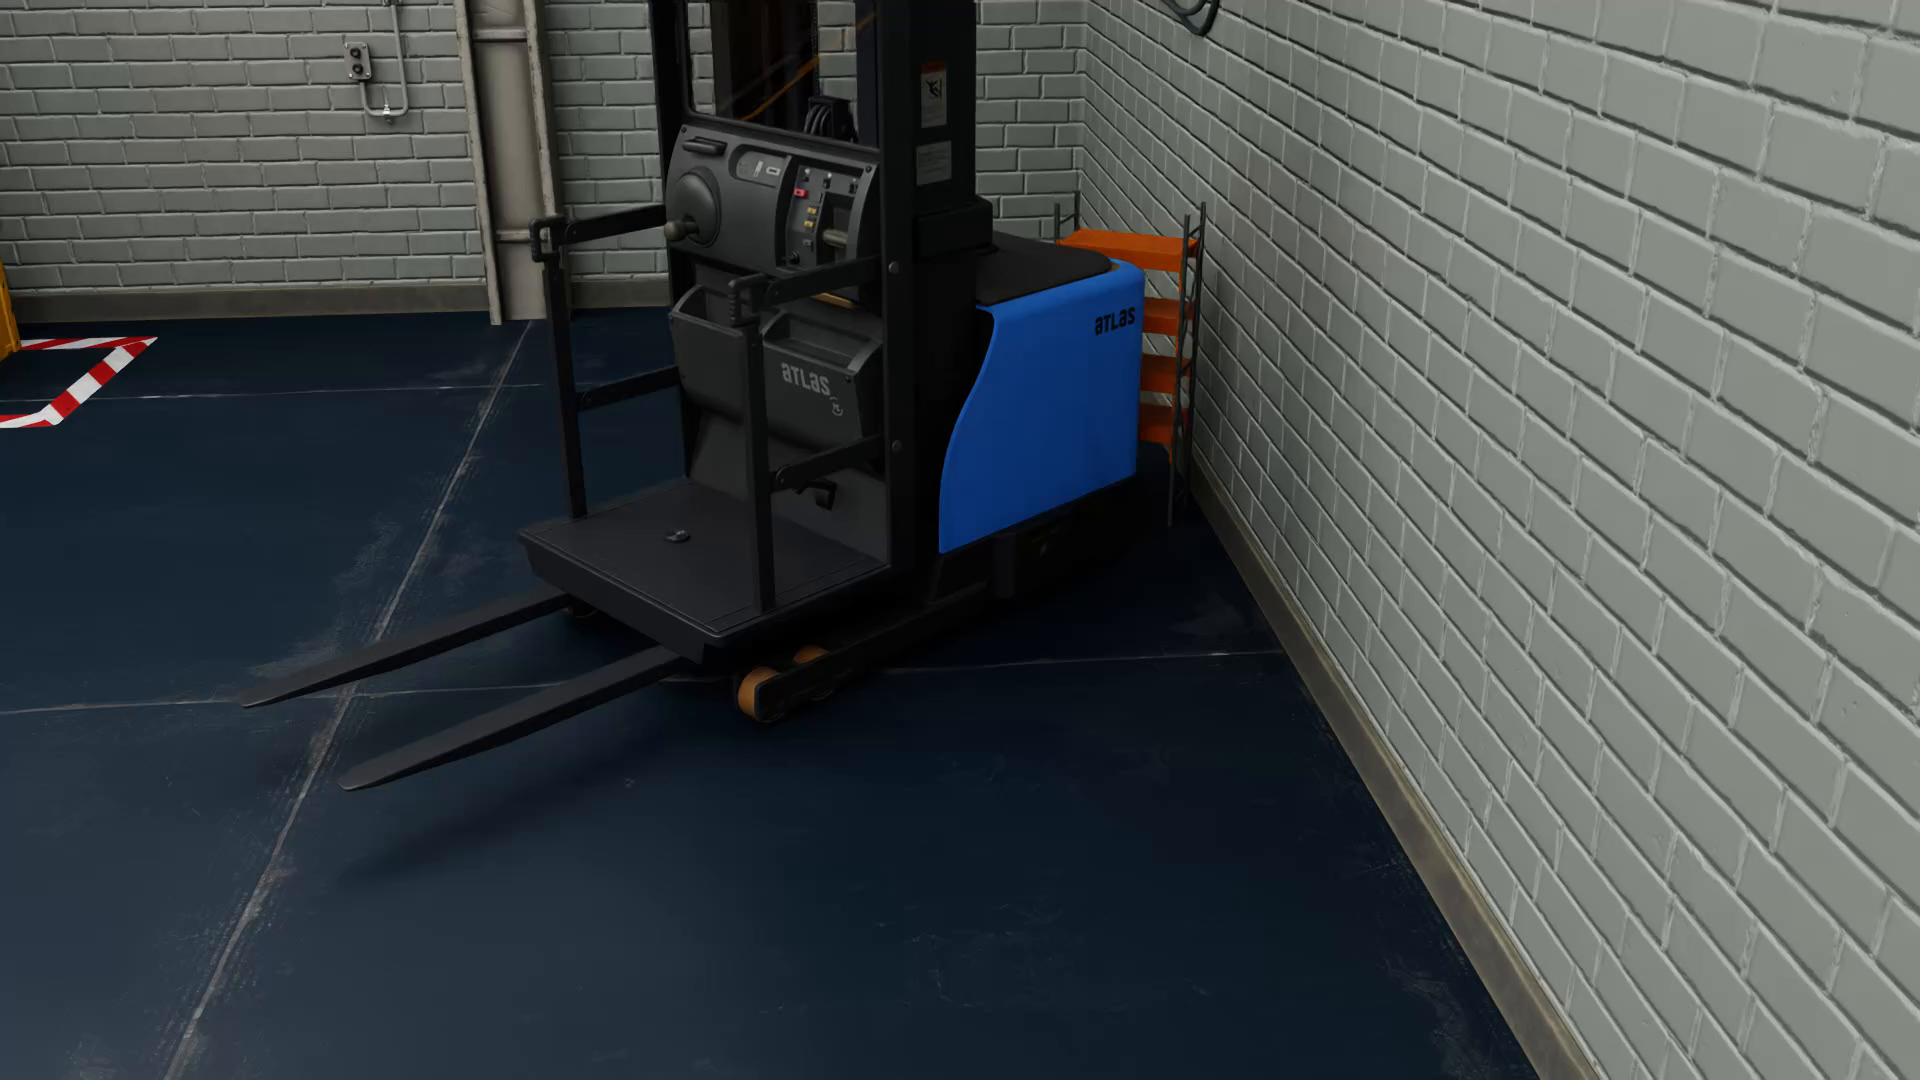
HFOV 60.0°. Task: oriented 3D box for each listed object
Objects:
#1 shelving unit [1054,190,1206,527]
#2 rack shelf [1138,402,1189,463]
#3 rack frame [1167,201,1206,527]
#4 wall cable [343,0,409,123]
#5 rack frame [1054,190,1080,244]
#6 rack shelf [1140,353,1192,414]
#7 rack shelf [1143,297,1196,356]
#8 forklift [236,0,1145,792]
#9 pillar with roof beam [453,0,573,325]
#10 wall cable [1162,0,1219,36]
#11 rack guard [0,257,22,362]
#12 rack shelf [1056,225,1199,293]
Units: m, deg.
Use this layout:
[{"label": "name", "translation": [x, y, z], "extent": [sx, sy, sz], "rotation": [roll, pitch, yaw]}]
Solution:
[{"label": "shelving unit", "translation": [0.623, -0.683, 6.309], "extent": [0.503, 1.200, 0.258], "rotation": [10, 26, 21]}, {"label": "rack shelf", "translation": [0.623, -0.440, 6.417], "extent": [0.480, 0.148, 0.258], "rotation": [10, 26, 21]}, {"label": "rack frame", "translation": [0.847, -0.644, 6.222], "extent": [0.015, 1.200, 0.240], "rotation": [10, 26, 21]}, {"label": "wall cable", "translation": [-3.725, -3.021, 8.102], "extent": [1.851, 1.984, 0.084], "rotation": [-2, 24, -5]}, {"label": "rack frame", "translation": [0.398, -0.722, 6.396], "extent": [0.015, 1.200, 0.240], "rotation": [10, 26, 21]}, {"label": "rack shelf", "translation": [0.623, -0.621, 6.336], "extent": [0.480, 0.148, 0.258], "rotation": [10, 26, 21]}, {"label": "rack shelf", "translation": [0.623, -0.826, 6.246], "extent": [0.480, 0.148, 0.258], "rotation": [10, 26, 21]}, {"label": "forklift", "translation": [-0.739, -1.025, 4.947], "extent": [1.130, 2.935, 3.031], "rotation": [22, 32, 40]}, {"label": "pillar with roof beam", "translation": [-1.881, -3.582, 3.229], "extent": [0.400, 9.000, 9.100], "rotation": [-2, 24, -5]}, {"label": "wall cable", "translation": [0.758, -3.527, 6.929], "extent": [0.112, 2.526, 3.097], "rotation": [-2, 24, -5]}, {"label": "rack guard", "translation": [-4.882, -0.982, 7.843], "extent": [0.348, 0.500, 1.175], "rotation": [-2, 24, -5]}, {"label": "rack shelf", "translation": [0.623, -1.042, 6.150], "extent": [0.480, 0.148, 0.258], "rotation": [10, 26, 21]}]
